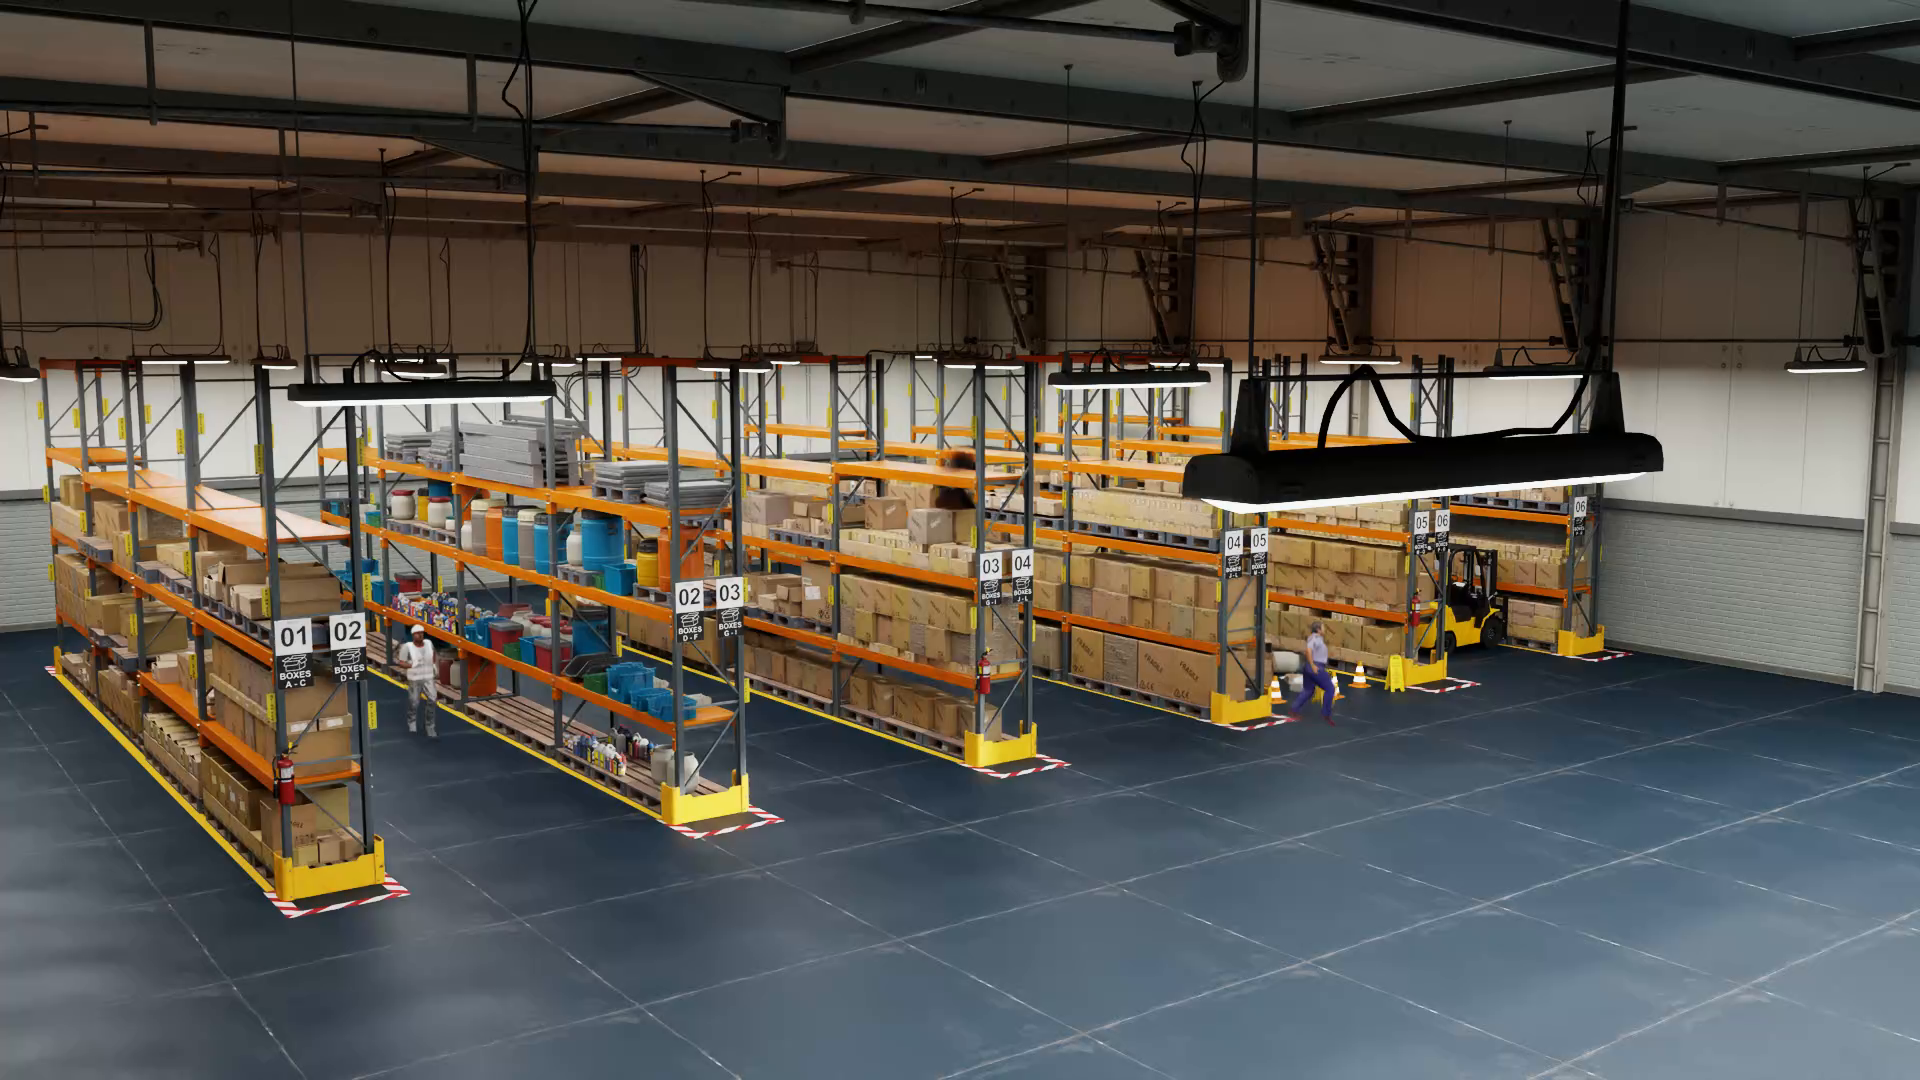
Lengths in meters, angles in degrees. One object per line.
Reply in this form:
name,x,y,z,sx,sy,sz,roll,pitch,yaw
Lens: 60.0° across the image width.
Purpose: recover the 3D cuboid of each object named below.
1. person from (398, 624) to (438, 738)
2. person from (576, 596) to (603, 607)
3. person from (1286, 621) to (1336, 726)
person,-8.638,2.264,26.575,0.678,1.853,0.778,-5,8,-36
person,-7.309,1.502,32.879,0.640,1.796,0.890,-5,9,-37
person,5.637,2.134,26.610,0.782,1.700,0.614,-1,7,-6
